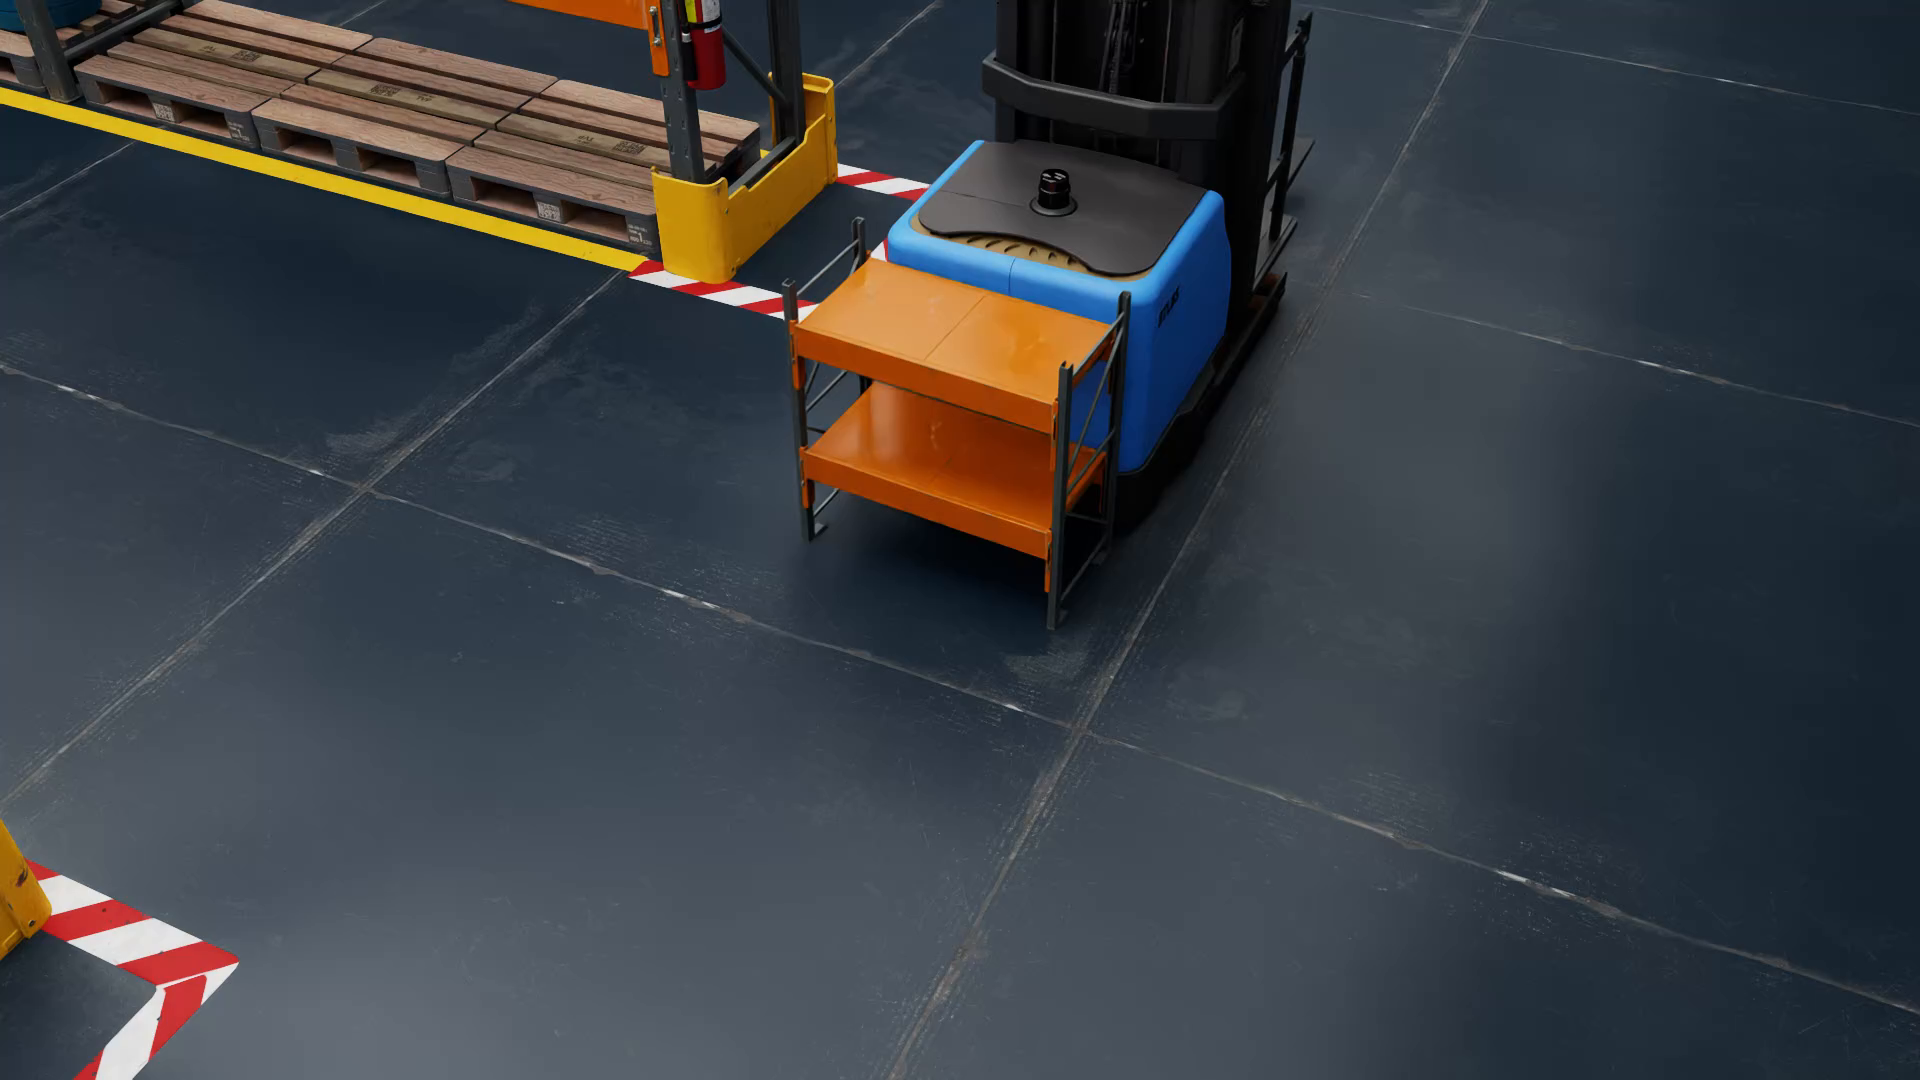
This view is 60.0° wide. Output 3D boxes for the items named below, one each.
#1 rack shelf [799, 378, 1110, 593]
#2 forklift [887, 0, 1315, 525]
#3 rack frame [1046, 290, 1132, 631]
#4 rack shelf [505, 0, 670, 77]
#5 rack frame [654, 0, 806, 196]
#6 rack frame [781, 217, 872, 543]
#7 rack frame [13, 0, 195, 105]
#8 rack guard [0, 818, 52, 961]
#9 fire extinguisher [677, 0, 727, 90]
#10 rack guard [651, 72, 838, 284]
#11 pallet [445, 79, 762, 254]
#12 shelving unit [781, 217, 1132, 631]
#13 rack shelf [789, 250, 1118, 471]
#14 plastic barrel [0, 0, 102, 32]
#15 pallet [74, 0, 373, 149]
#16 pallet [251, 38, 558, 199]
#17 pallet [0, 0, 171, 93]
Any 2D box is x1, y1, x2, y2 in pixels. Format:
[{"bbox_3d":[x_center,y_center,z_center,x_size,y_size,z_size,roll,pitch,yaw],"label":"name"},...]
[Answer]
[{"bbox_3d":[-0.013,-0.222,6.021,1.000,0.278,0.538,19,44,21],"label":"rack shelf"},{"bbox_3d":[0.806,-2.130,6.469,1.130,2.935,3.031,17,44,19],"label":"forklift"},{"bbox_3d":[0.437,-0.252,5.681,0.032,1.125,0.500,19,44,21],"label":"rack frame"},{"bbox_3d":[-2.832,-2.962,7.926,4.000,0.370,1.077,17,44,19],"label":"rack shelf"},{"bbox_3d":[-1.020,-2.680,7.052,0.127,3.000,1.000,17,44,19],"label":"rack frame"},{"bbox_3d":[-0.463,-0.562,6.040,0.032,1.125,0.500,19,44,21],"label":"rack frame"},{"bbox_3d":[-4.645,-3.788,8.330,0.127,3.000,1.000,17,44,19],"label":"rack frame"},{"bbox_3d":[-3.092,1.211,4.471,0.348,0.500,1.175,17,44,19],"label":"rack guard"},{"bbox_3d":[-1.075,-2.198,6.840,0.183,0.674,0.296,17,44,19],"label":"fire extinguisher"},{"bbox_3d":[-0.992,-1.737,7.872,0.348,0.500,1.175,17,44,19],"label":"rack guard"},{"bbox_3d":[-1.751,-1.878,8.255,1.213,0.211,1.003,17,44,19],"label":"pallet"},{"bbox_3d":[-0.013,-0.407,5.861,1.048,1.125,0.538,19,44,21],"label":"shelving unit"},{"bbox_3d":[-0.013,-0.628,5.669,1.000,0.278,0.538,19,44,21],"label":"rack shelf"},{"bbox_3d":[-5.130,-3.314,9.065,0.708,0.901,0.600,17,44,19],"label":"plastic barrel"},{"bbox_3d":[-3.962,-2.553,9.035,1.213,0.211,1.003,17,44,19],"label":"pallet"},{"bbox_3d":[-2.852,-2.216,8.646,1.213,0.211,1.003,17,44,19],"label":"pallet"},{"bbox_3d":[-5.326,-2.972,9.518,1.213,0.211,1.003,17,44,19],"label":"pallet"}]
